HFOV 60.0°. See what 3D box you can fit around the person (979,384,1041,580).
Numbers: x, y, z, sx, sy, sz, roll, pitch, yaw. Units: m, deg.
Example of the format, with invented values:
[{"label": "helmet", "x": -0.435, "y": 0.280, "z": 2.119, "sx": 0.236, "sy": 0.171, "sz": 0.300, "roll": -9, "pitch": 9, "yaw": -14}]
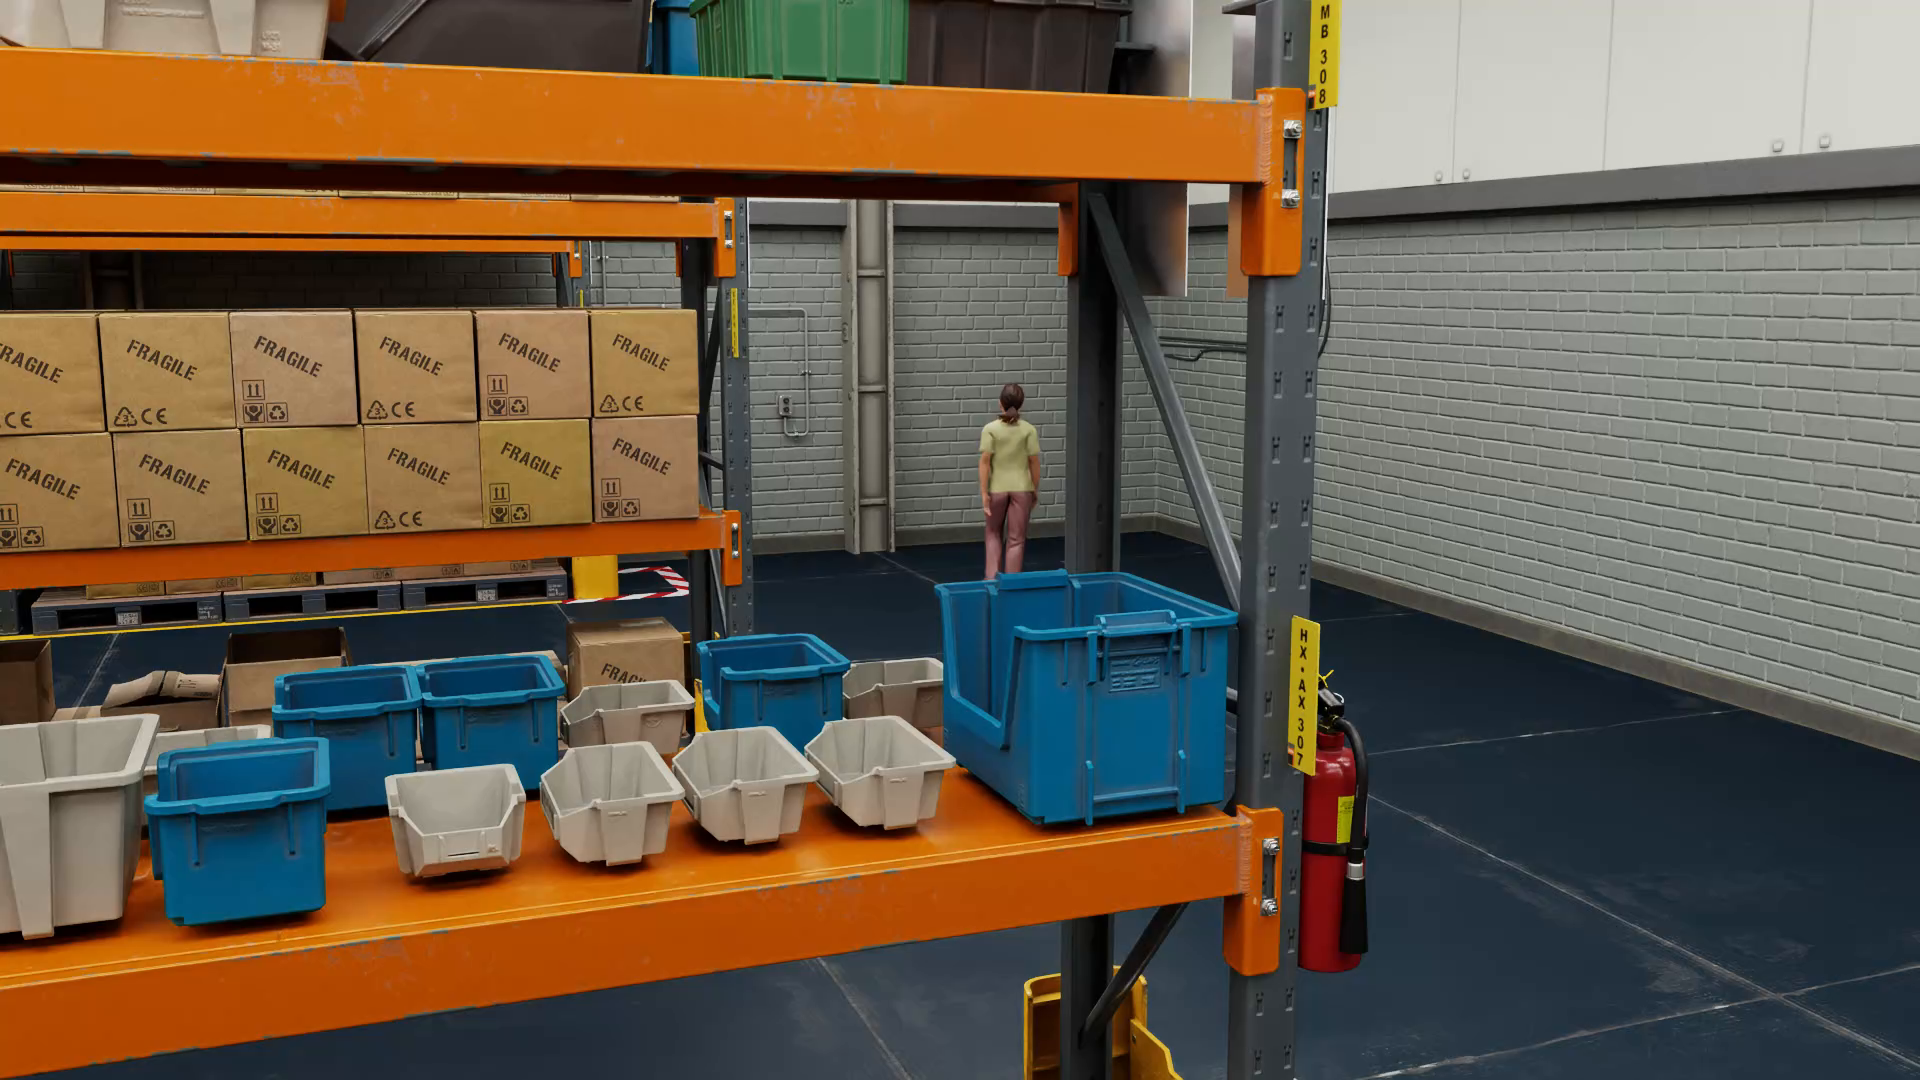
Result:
[{"label": "person", "x": 0.376, "y": -0.300, "z": 12.347, "sx": 0.444, "sy": 1.722, "sz": 0.535, "roll": 1, "pitch": 9, "yaw": 7}]
